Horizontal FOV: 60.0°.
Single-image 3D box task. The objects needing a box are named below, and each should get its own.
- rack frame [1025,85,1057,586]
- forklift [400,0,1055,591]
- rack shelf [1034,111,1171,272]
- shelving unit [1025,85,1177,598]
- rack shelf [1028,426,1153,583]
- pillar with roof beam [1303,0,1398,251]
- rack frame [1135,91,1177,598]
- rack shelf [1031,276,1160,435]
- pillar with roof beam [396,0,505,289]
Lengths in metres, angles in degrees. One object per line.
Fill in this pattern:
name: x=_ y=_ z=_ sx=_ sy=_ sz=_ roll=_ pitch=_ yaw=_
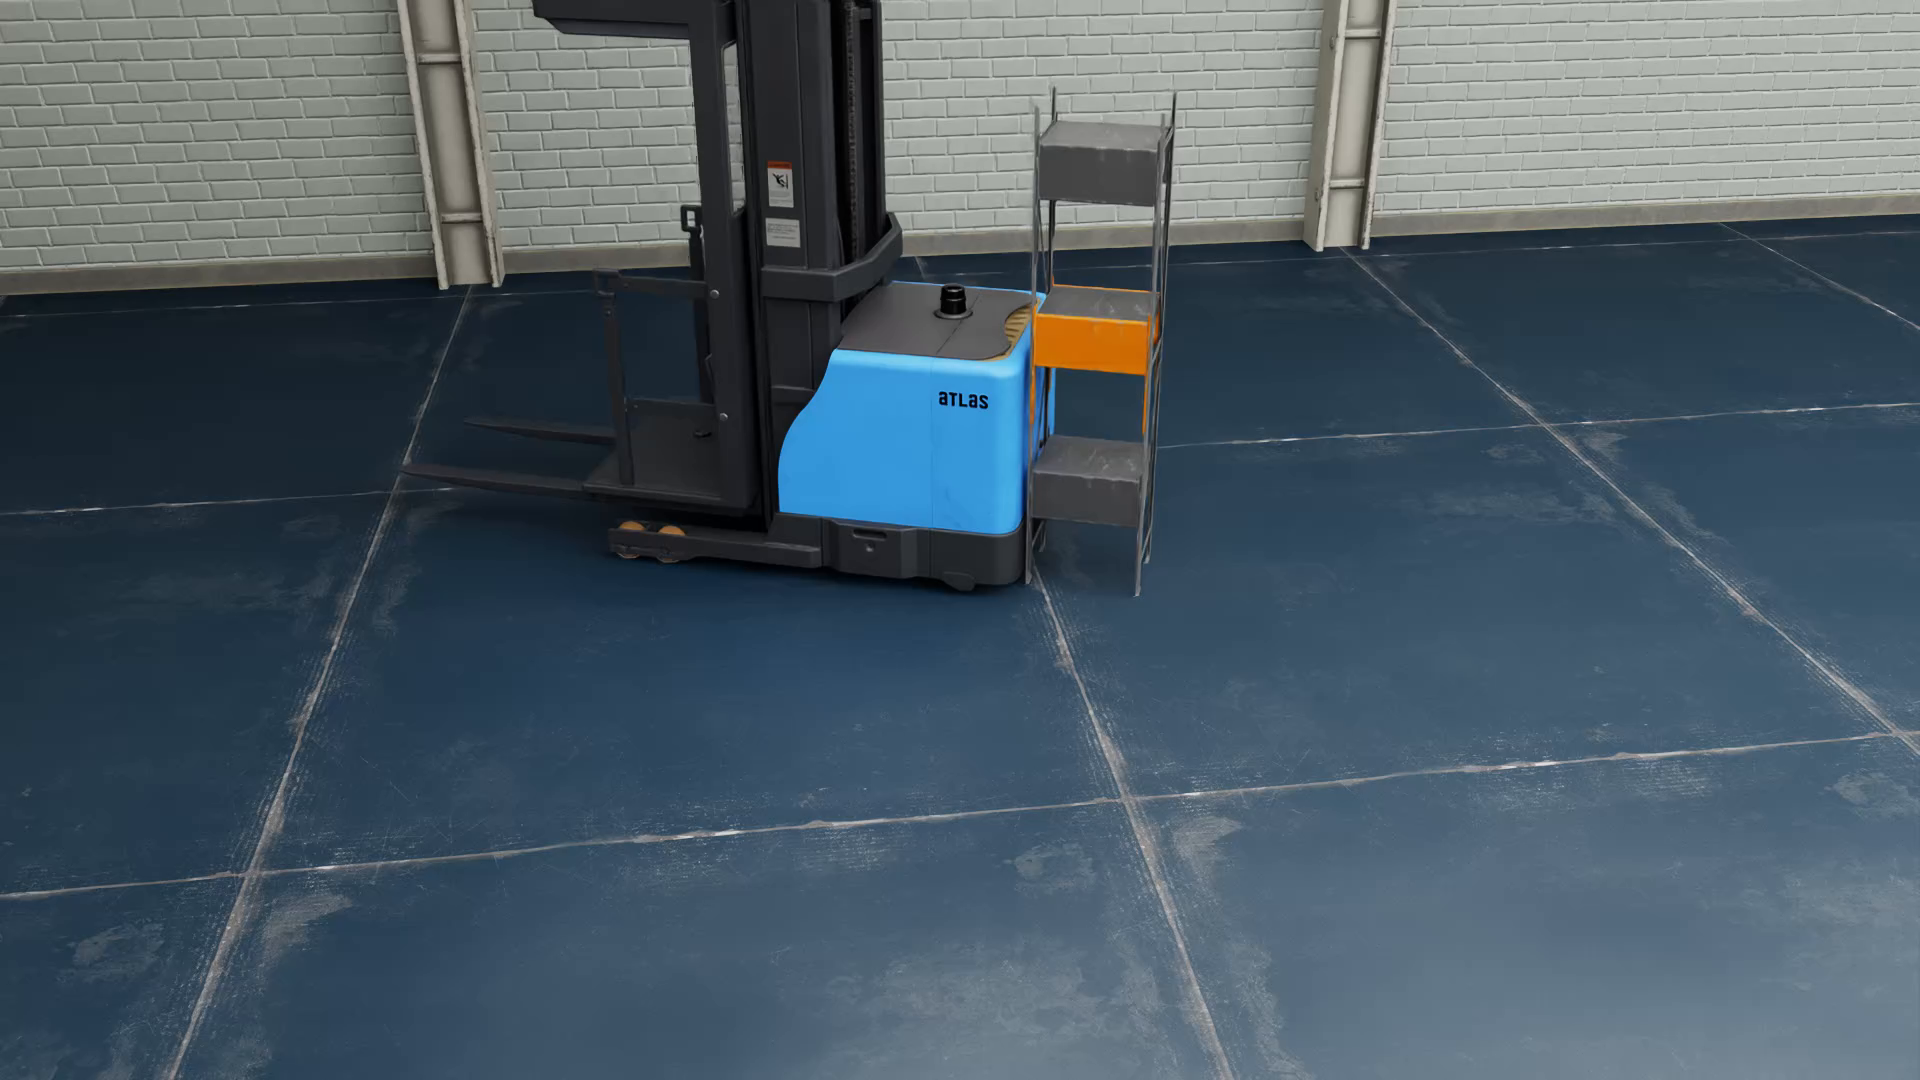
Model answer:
rack frame: x=0.341 y=-0.822 z=7.051 sx=0.015 sy=2.100 sz=0.400 roll=6 pitch=28 yaw=12
forklift: x=-1.116 y=-1.425 z=7.316 sx=3.031 sy=2.935 sz=1.130 roll=6 pitch=28 yaw=12
rack shelf: x=0.579 y=-1.407 z=6.688 sx=0.480 sy=0.518 sz=0.431 roll=6 pitch=28 yaw=12
shelving unit: x=0.579 y=-0.796 z=7.002 sx=0.503 sy=2.100 sz=0.431 roll=6 pitch=28 yaw=12
rack shelf: x=0.579 y=-0.161 z=7.327 sx=0.480 sy=0.518 sz=0.431 roll=6 pitch=28 yaw=12
pillar with roof beam: x=3.279 y=-4.175 z=6.029 sx=0.400 sy=9.000 sz=9.100 roll=-4 pitch=27 yaw=-7
rack frame: x=0.816 y=-0.770 z=6.952 sx=0.015 sy=2.100 sz=0.400 roll=6 pitch=28 yaw=12
rack shelf: x=0.579 y=-0.784 z=7.008 sx=0.480 sy=0.518 sz=0.431 roll=6 pitch=28 yaw=12
pillar with roof beam: x=-2.663 y=-3.793 z=5.285 sx=0.400 sy=9.000 sz=9.100 roll=-4 pitch=27 yaw=-7
